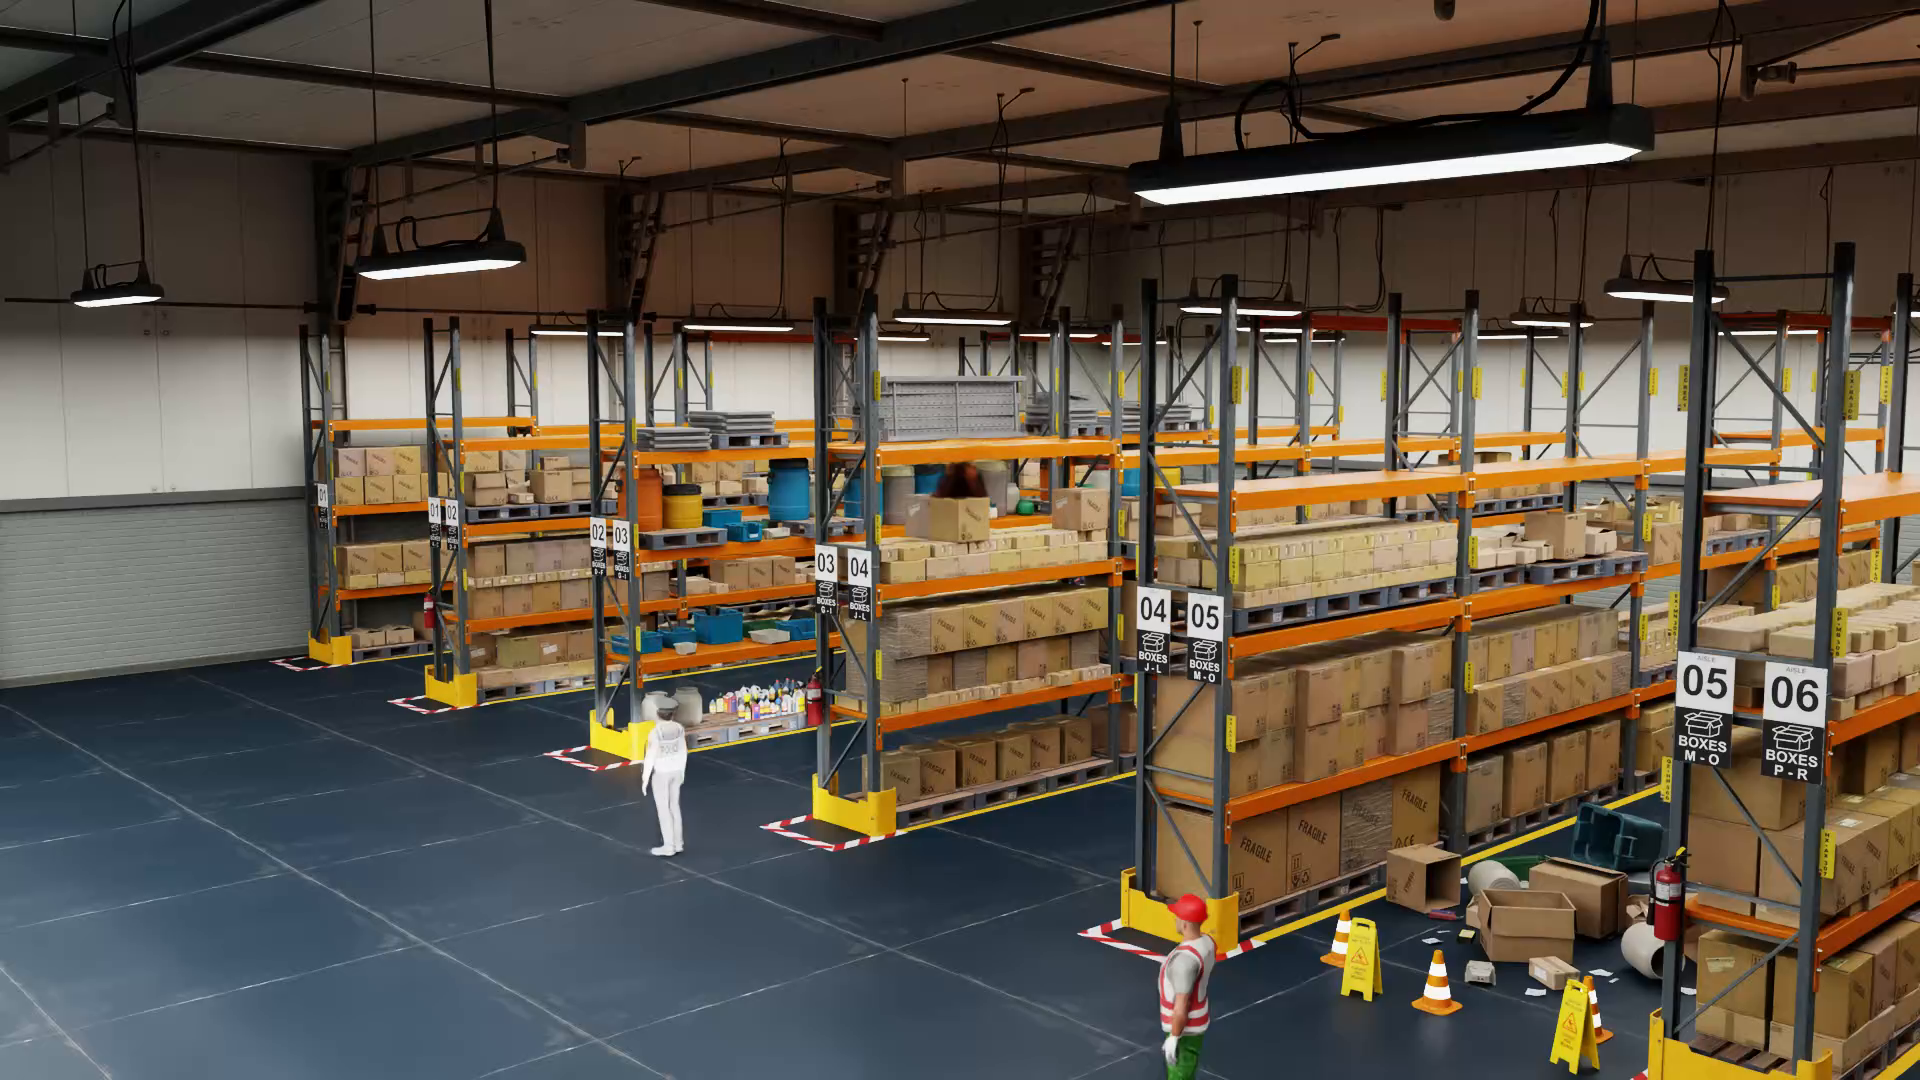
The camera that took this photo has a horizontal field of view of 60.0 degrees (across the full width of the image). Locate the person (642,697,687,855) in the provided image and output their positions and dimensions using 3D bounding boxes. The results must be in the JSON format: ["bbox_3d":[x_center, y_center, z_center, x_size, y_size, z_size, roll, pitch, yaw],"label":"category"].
[{"bbox_3d":[-3.160,2.544,17.824,0.386,1.723,0.594,4,7,36],"label":"person"}]

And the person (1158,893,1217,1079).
[{"bbox_3d":[1.437,3.177,10.861,0.457,1.786,0.606,1,6,11],"label":"person"}]
